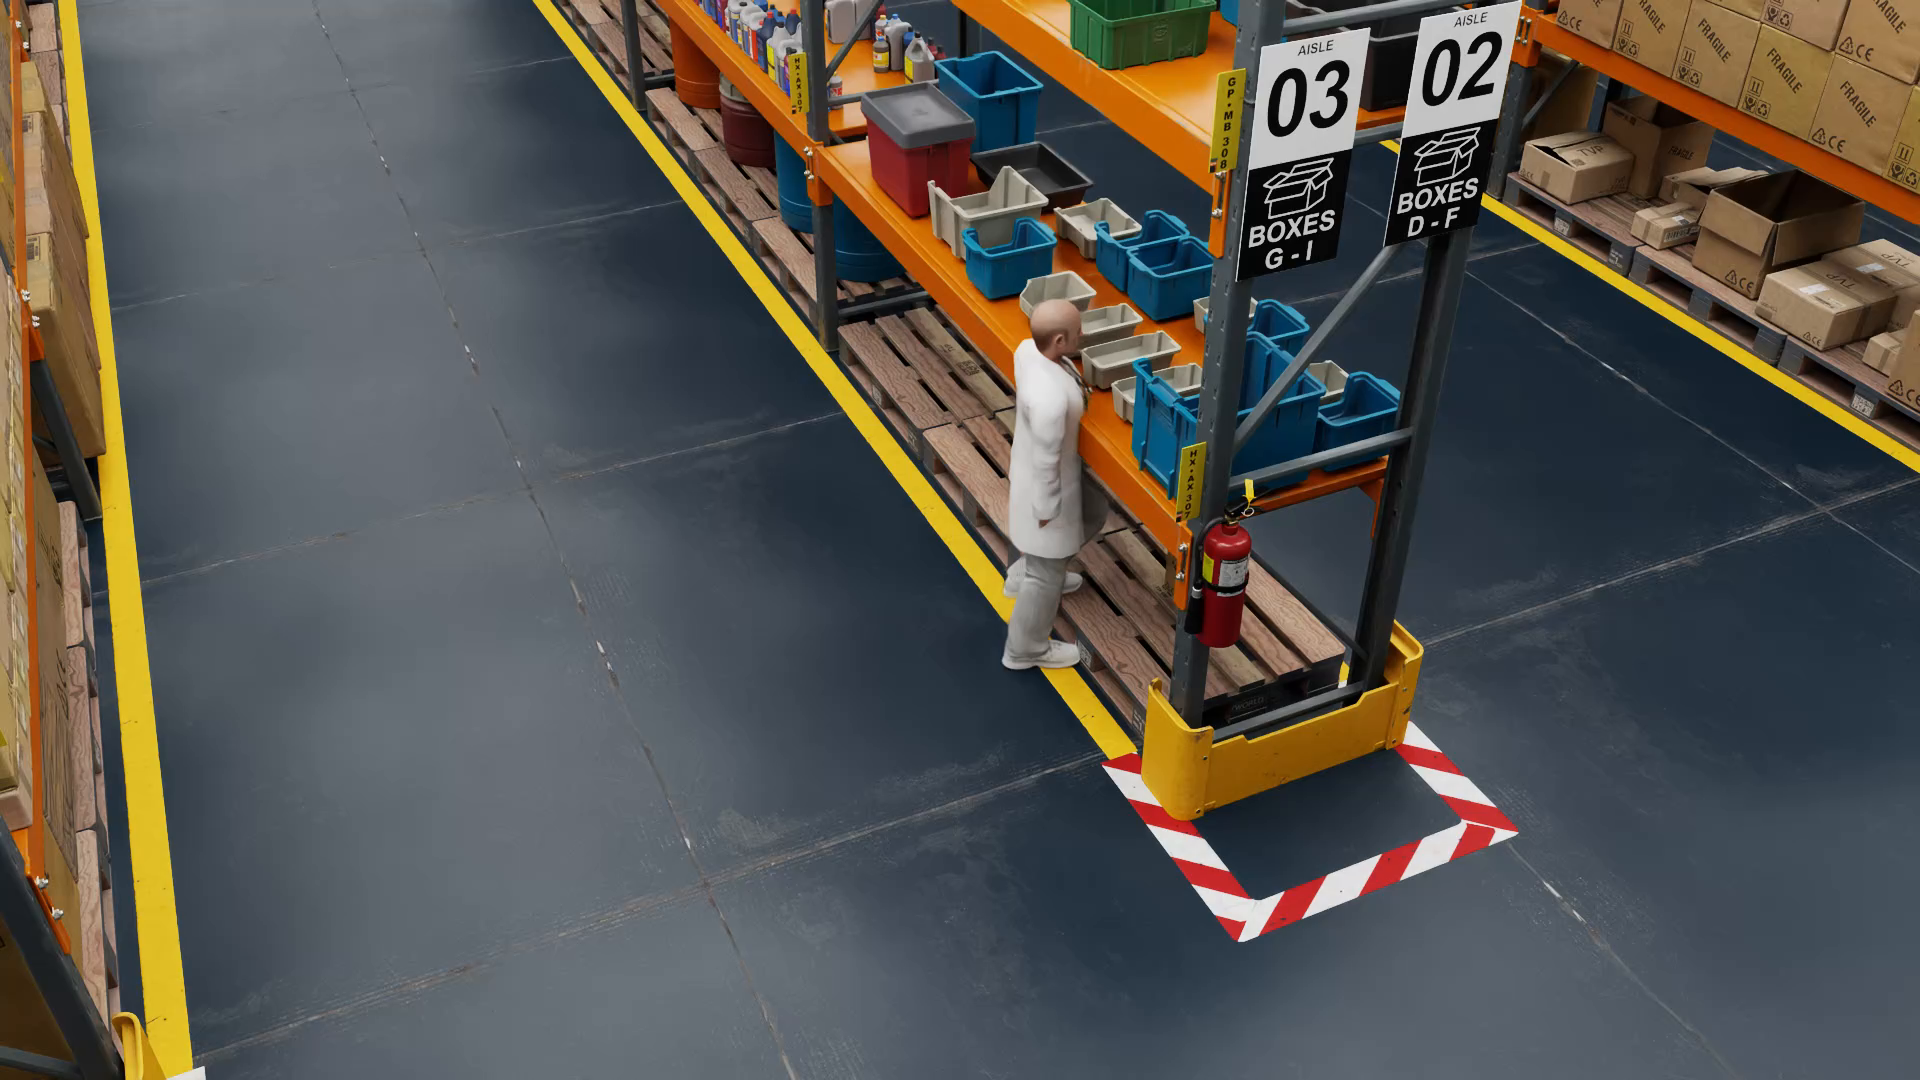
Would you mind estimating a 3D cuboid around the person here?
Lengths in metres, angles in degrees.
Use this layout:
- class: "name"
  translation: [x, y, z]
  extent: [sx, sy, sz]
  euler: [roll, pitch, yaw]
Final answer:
- class: "person"
  translation: [0.431, -0.247, 7.197]
  extent: [0.512, 1.780, 0.562]
  euler: [-4, 37, -5]
